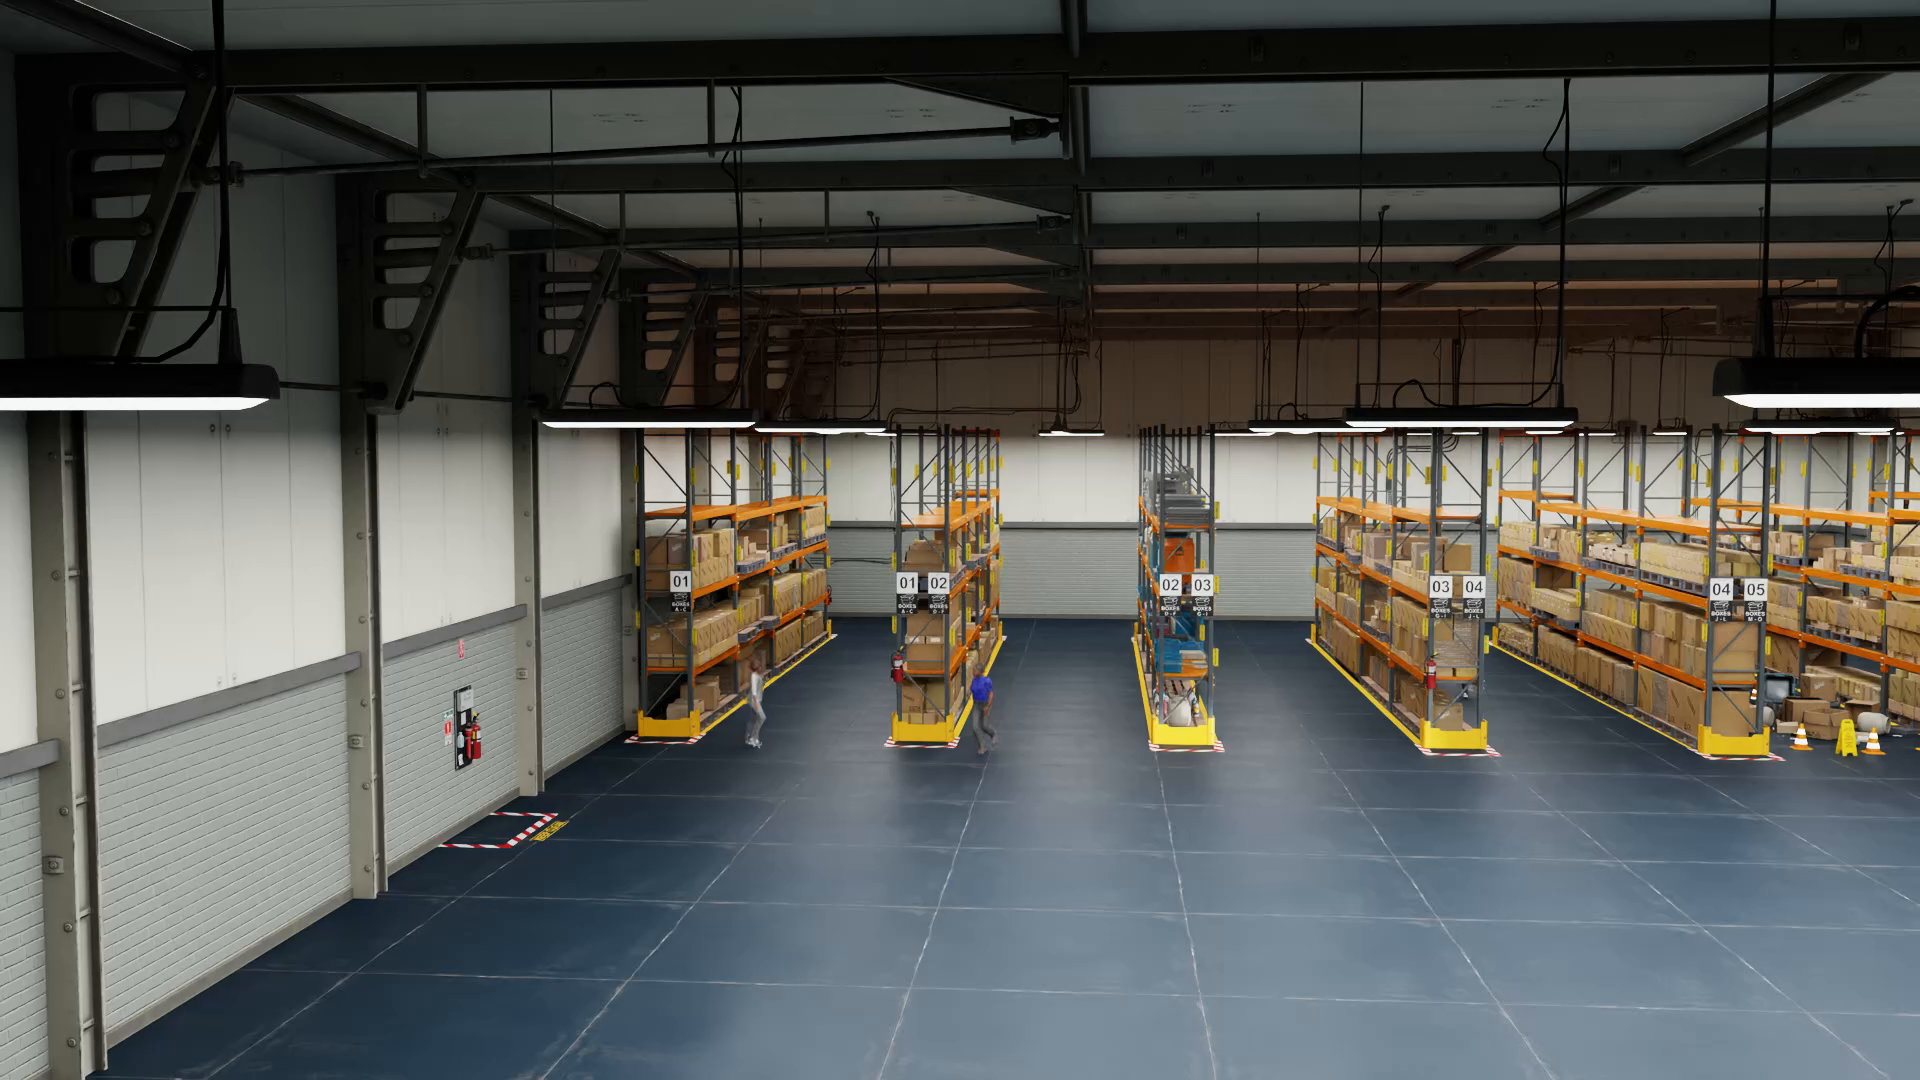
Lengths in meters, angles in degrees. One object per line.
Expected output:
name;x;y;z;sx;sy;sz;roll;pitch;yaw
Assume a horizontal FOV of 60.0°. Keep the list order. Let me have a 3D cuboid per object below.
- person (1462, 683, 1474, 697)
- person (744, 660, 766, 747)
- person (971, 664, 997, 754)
person;11.271;2.683;37.003;0.442;1.559;0.843;1;4;14
person;-3.820;3.039;31.009;0.447;1.624;0.439;0;3;5
person;0.427;3.068;30.415;0.504;1.630;0.565;2;4;34
